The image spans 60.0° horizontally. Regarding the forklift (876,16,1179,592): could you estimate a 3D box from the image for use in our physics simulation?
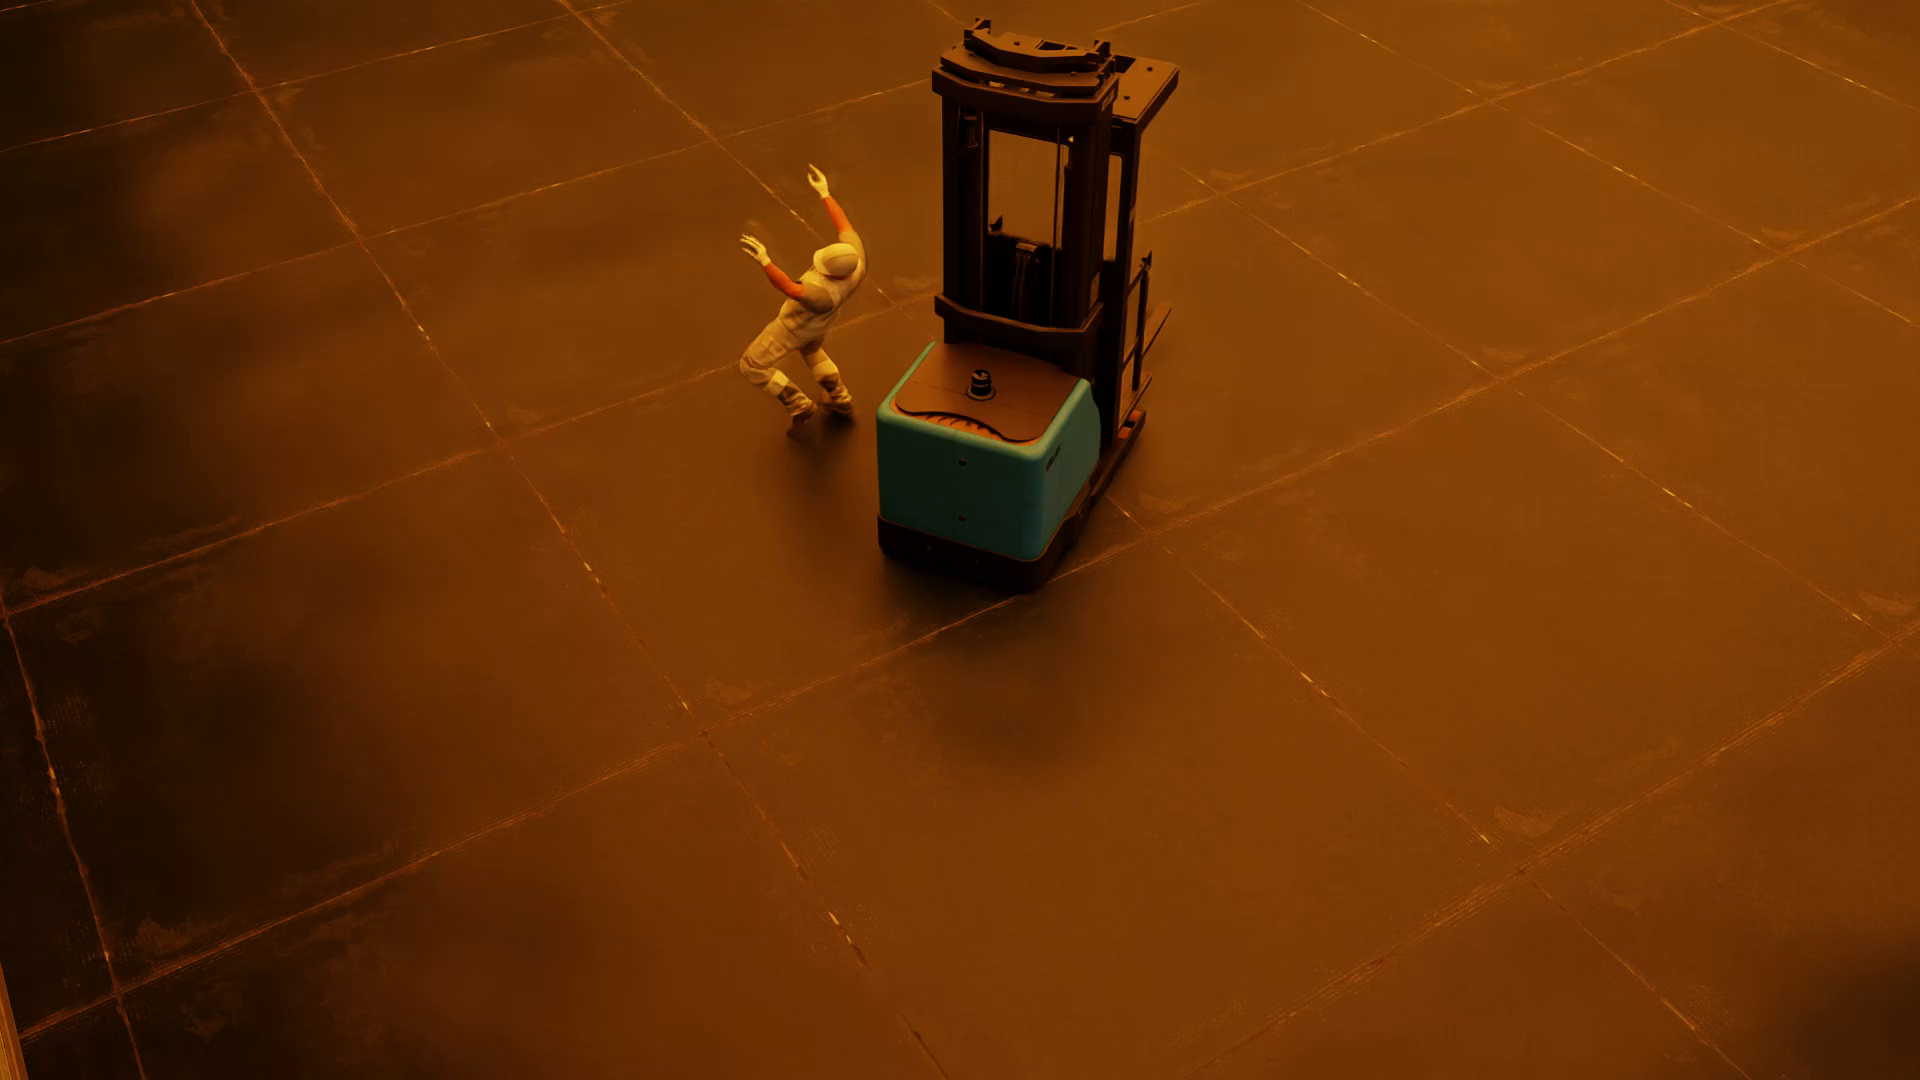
[{"bbox_3d":[0.568,-1.776,9.903,1.130,2.935,3.031,16,44,18],"label":"forklift"}]

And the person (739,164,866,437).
[{"bbox_3d":[-0.955,-1.369,10.418,0.772,1.640,0.987,23,46,24],"label":"person"}]
